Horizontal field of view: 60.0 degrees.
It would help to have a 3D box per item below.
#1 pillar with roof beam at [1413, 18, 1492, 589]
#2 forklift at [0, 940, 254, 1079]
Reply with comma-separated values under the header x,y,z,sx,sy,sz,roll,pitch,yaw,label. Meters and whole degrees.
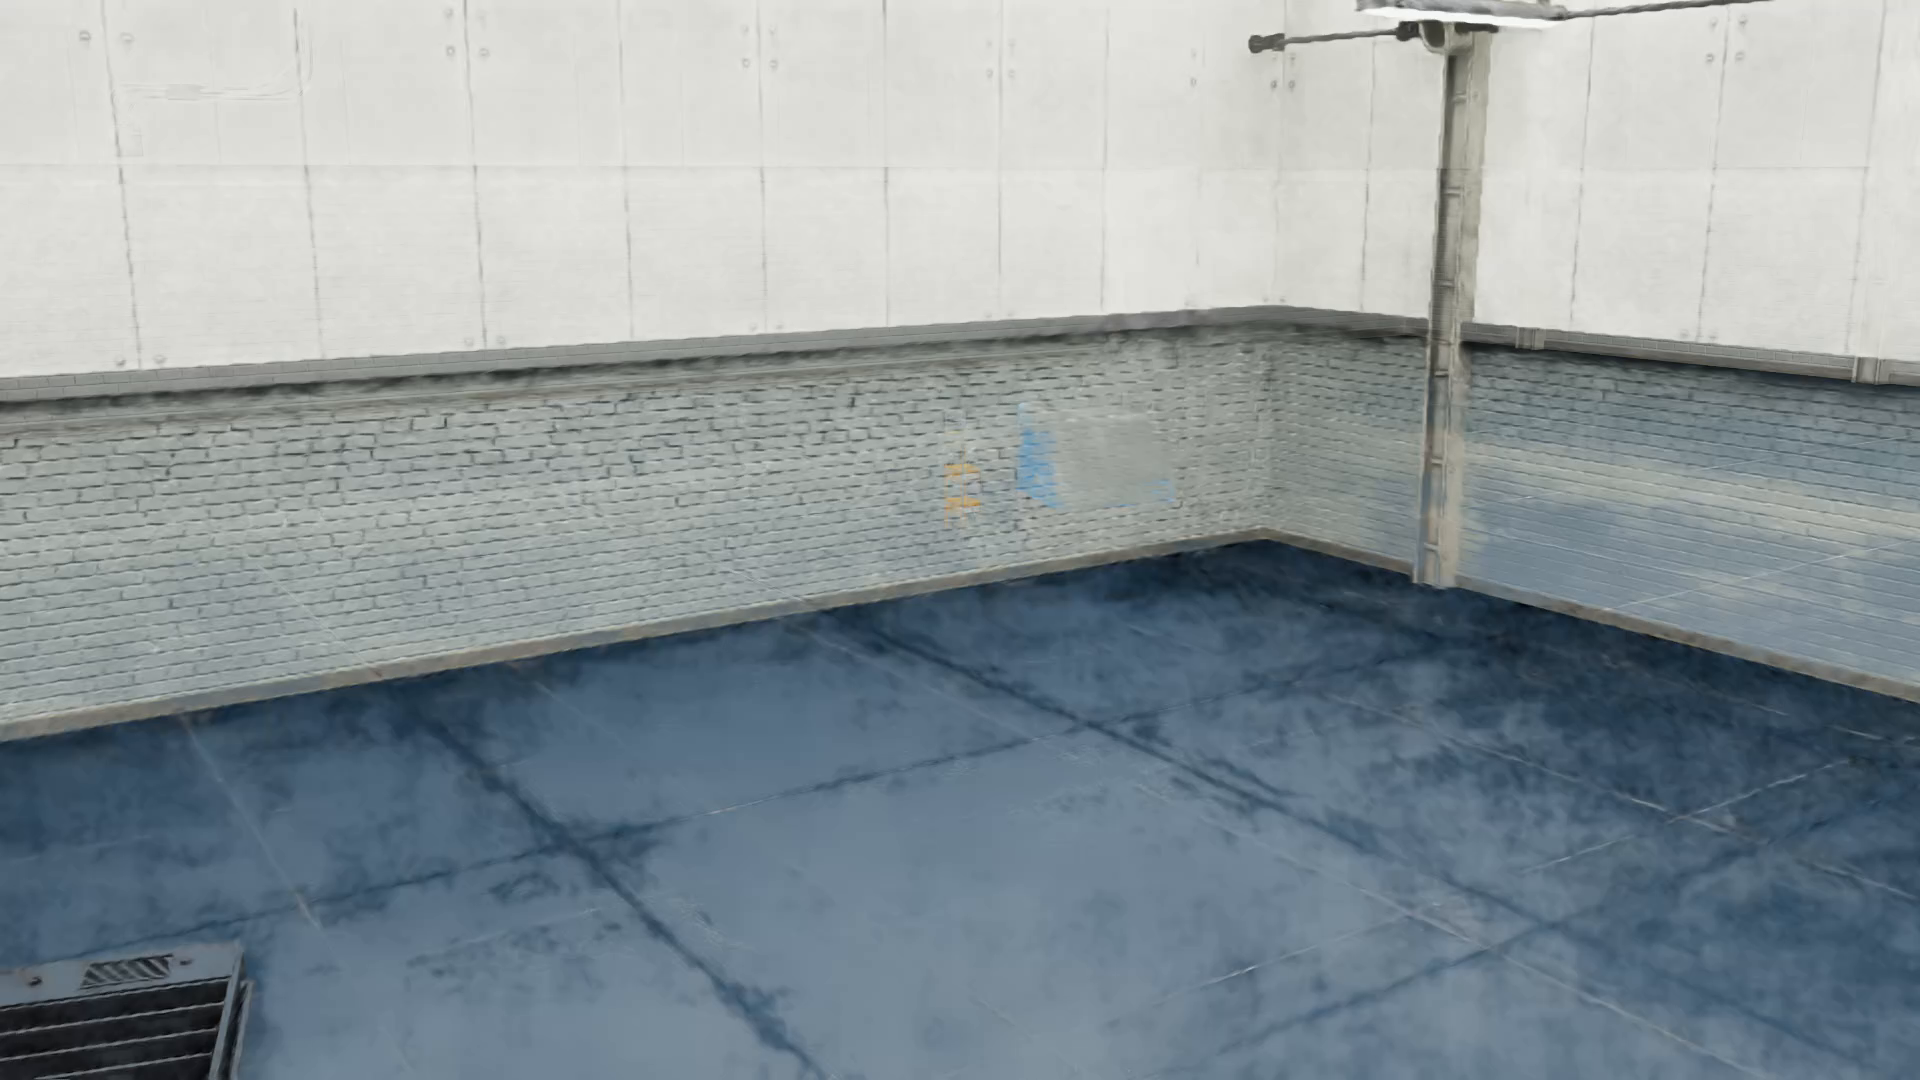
x,y,z,sx,sy,sz,roll,pitch,yaw,label
6.459,-7.264,26.013,9.100,9.000,0.400,-8,15,-33,pillar with roof beam
2.046,-1.571,14.184,3.031,2.935,1.130,-4,13,-18,forklift
